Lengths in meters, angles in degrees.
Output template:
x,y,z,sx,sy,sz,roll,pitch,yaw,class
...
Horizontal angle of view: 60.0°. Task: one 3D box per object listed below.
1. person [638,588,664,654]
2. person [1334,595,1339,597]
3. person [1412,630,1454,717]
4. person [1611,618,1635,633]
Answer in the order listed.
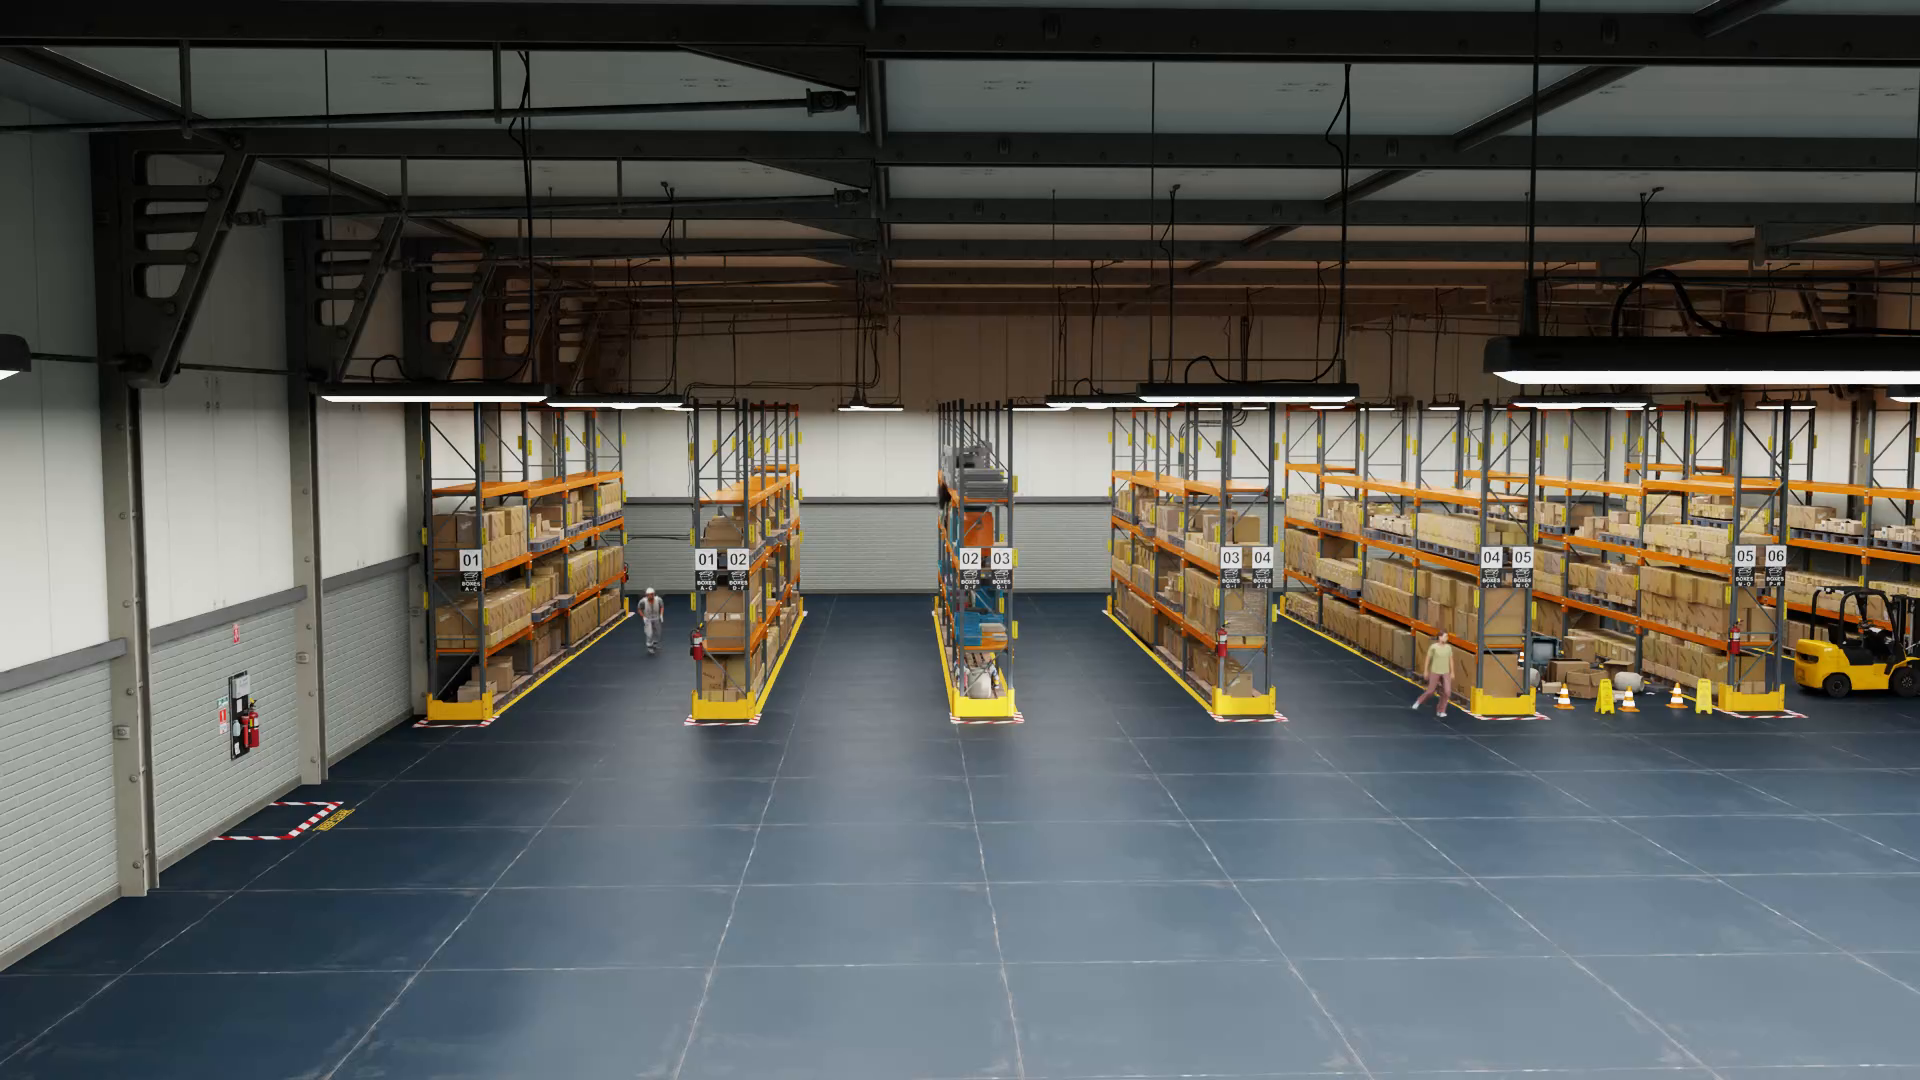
x,y,z,sx,sy,sz,roll,pitch,yaw,class
-7.342,1.908,39.519,0.668,1.627,0.930,-2,5,-27,person
11.139,1.216,48.267,0.637,1.712,0.875,-3,5,-33,person
8.961,2.514,31.464,0.678,1.613,0.606,-1,4,-9,person
17.231,1.611,43.328,0.658,1.677,0.776,-2,5,-19,person
